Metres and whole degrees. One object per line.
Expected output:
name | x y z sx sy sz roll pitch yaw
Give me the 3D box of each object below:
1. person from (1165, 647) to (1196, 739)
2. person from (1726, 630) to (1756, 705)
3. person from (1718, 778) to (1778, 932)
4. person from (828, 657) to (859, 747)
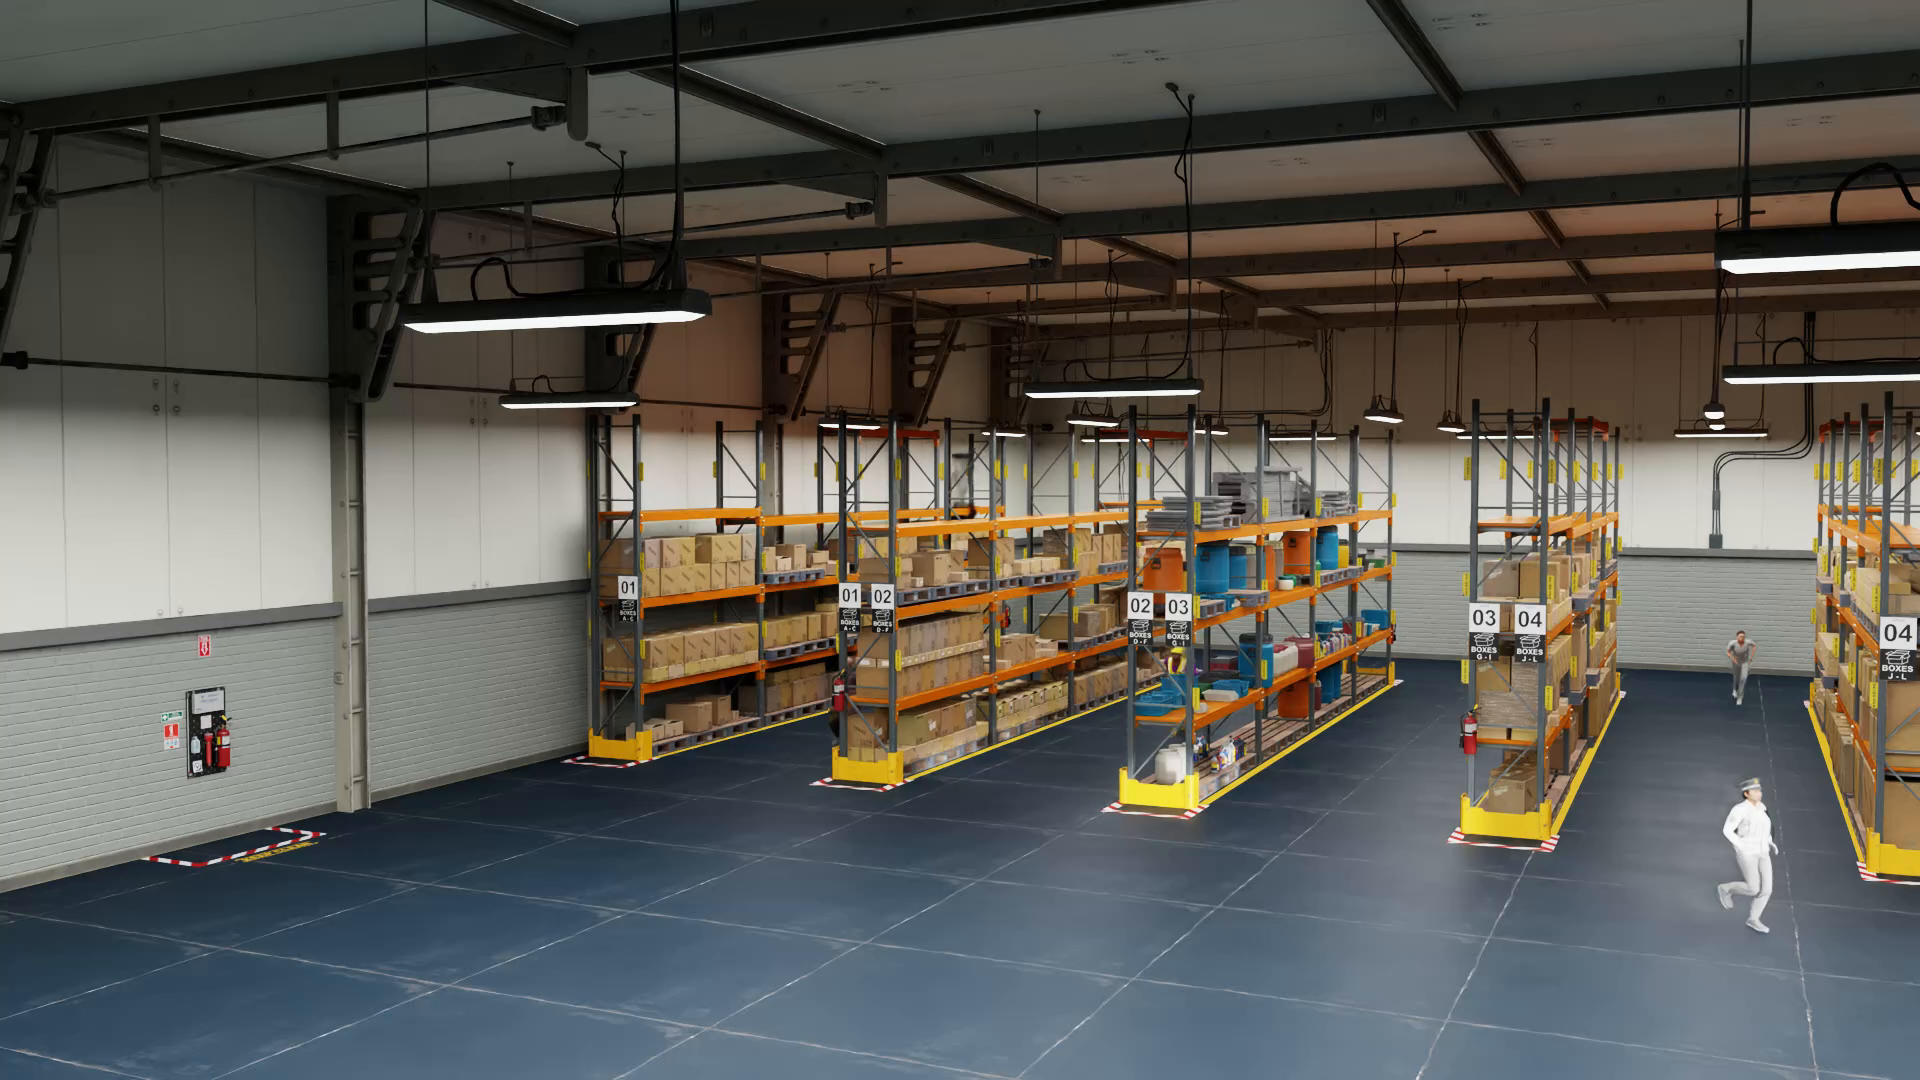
person | 4.157 2.852 31.390 0.686 1.751 0.941 1 3 23
person | 16.930 2.738 36.105 0.600 1.624 1.004 1 2 17
person | 8.676 3.431 18.296 0.628 1.656 0.612 -1 3 -21
person | -2.030 2.938 29.502 0.807 1.734 0.598 1 3 29
